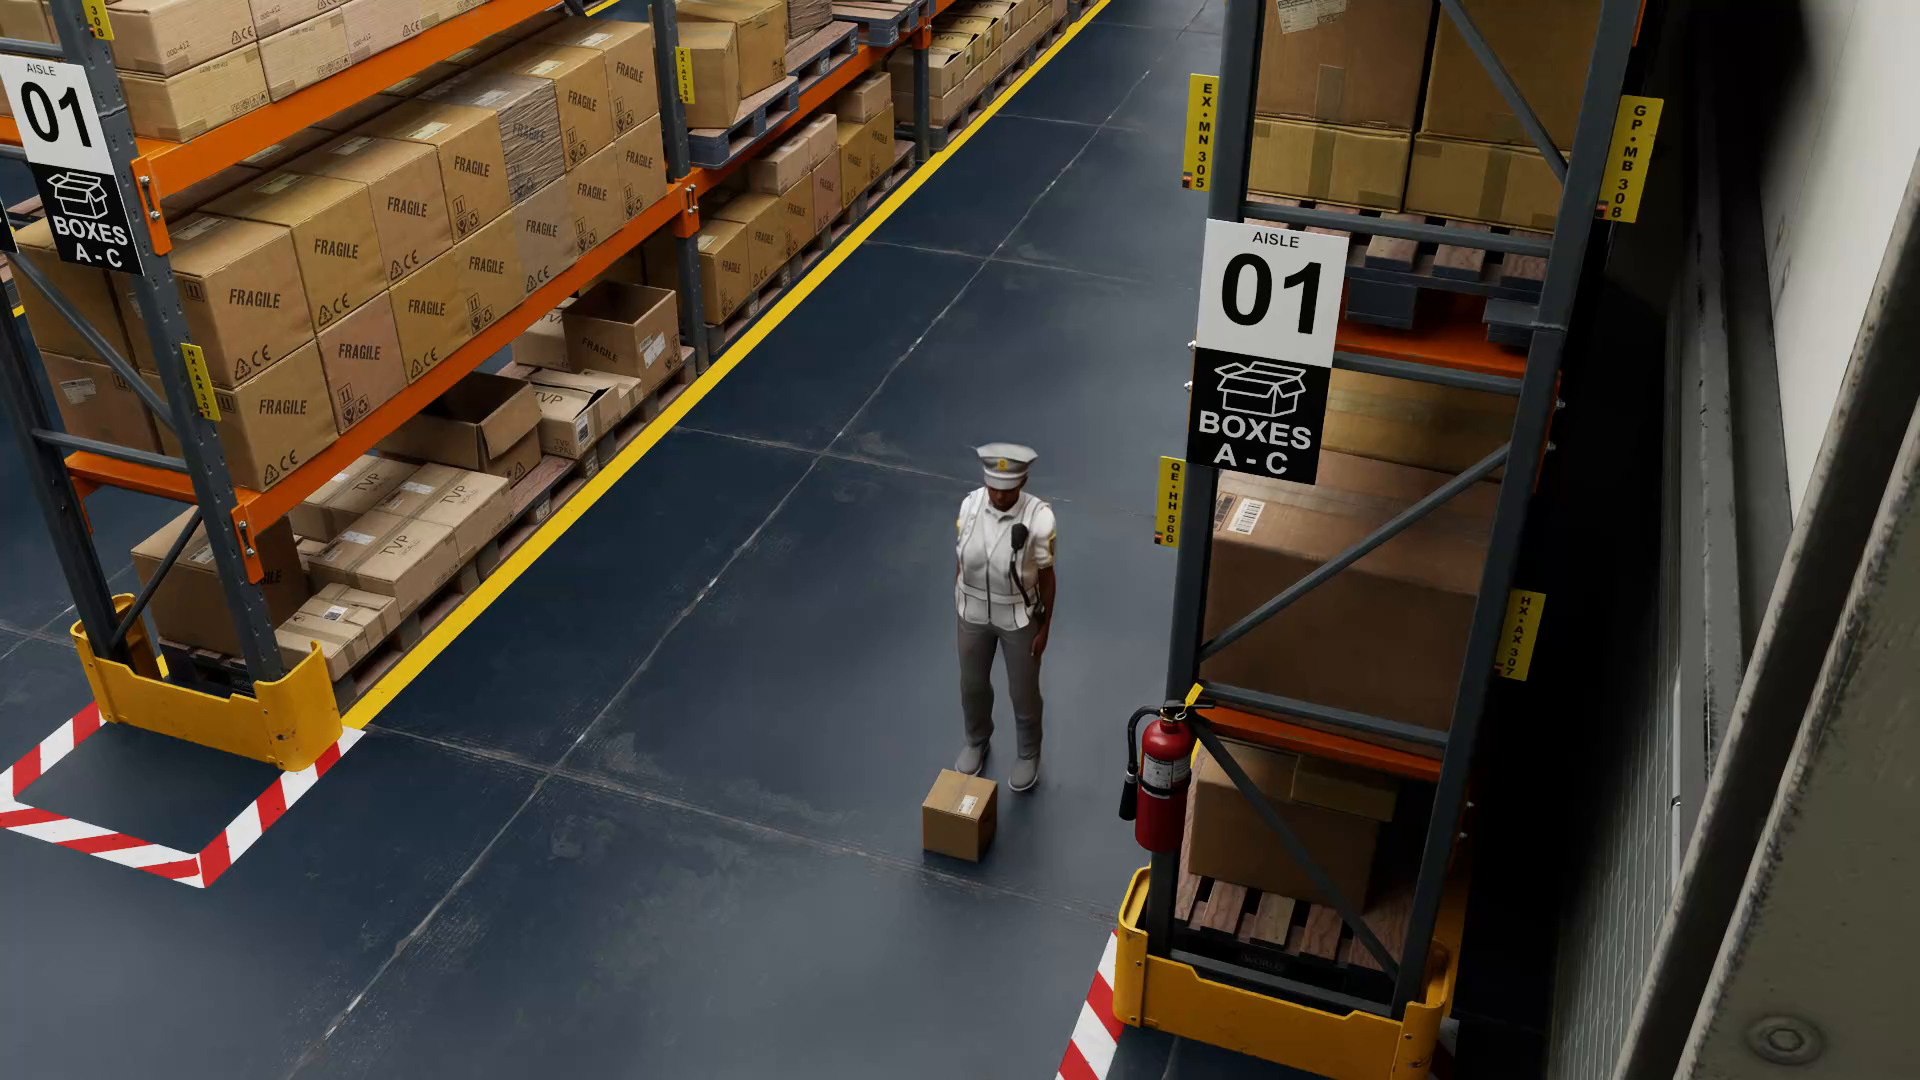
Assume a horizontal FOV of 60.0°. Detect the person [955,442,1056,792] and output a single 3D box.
[{"bbox_3d":[0.185,0.333,7.058,0.435,1.681,0.340,12,35,18],"label":"person"}]
